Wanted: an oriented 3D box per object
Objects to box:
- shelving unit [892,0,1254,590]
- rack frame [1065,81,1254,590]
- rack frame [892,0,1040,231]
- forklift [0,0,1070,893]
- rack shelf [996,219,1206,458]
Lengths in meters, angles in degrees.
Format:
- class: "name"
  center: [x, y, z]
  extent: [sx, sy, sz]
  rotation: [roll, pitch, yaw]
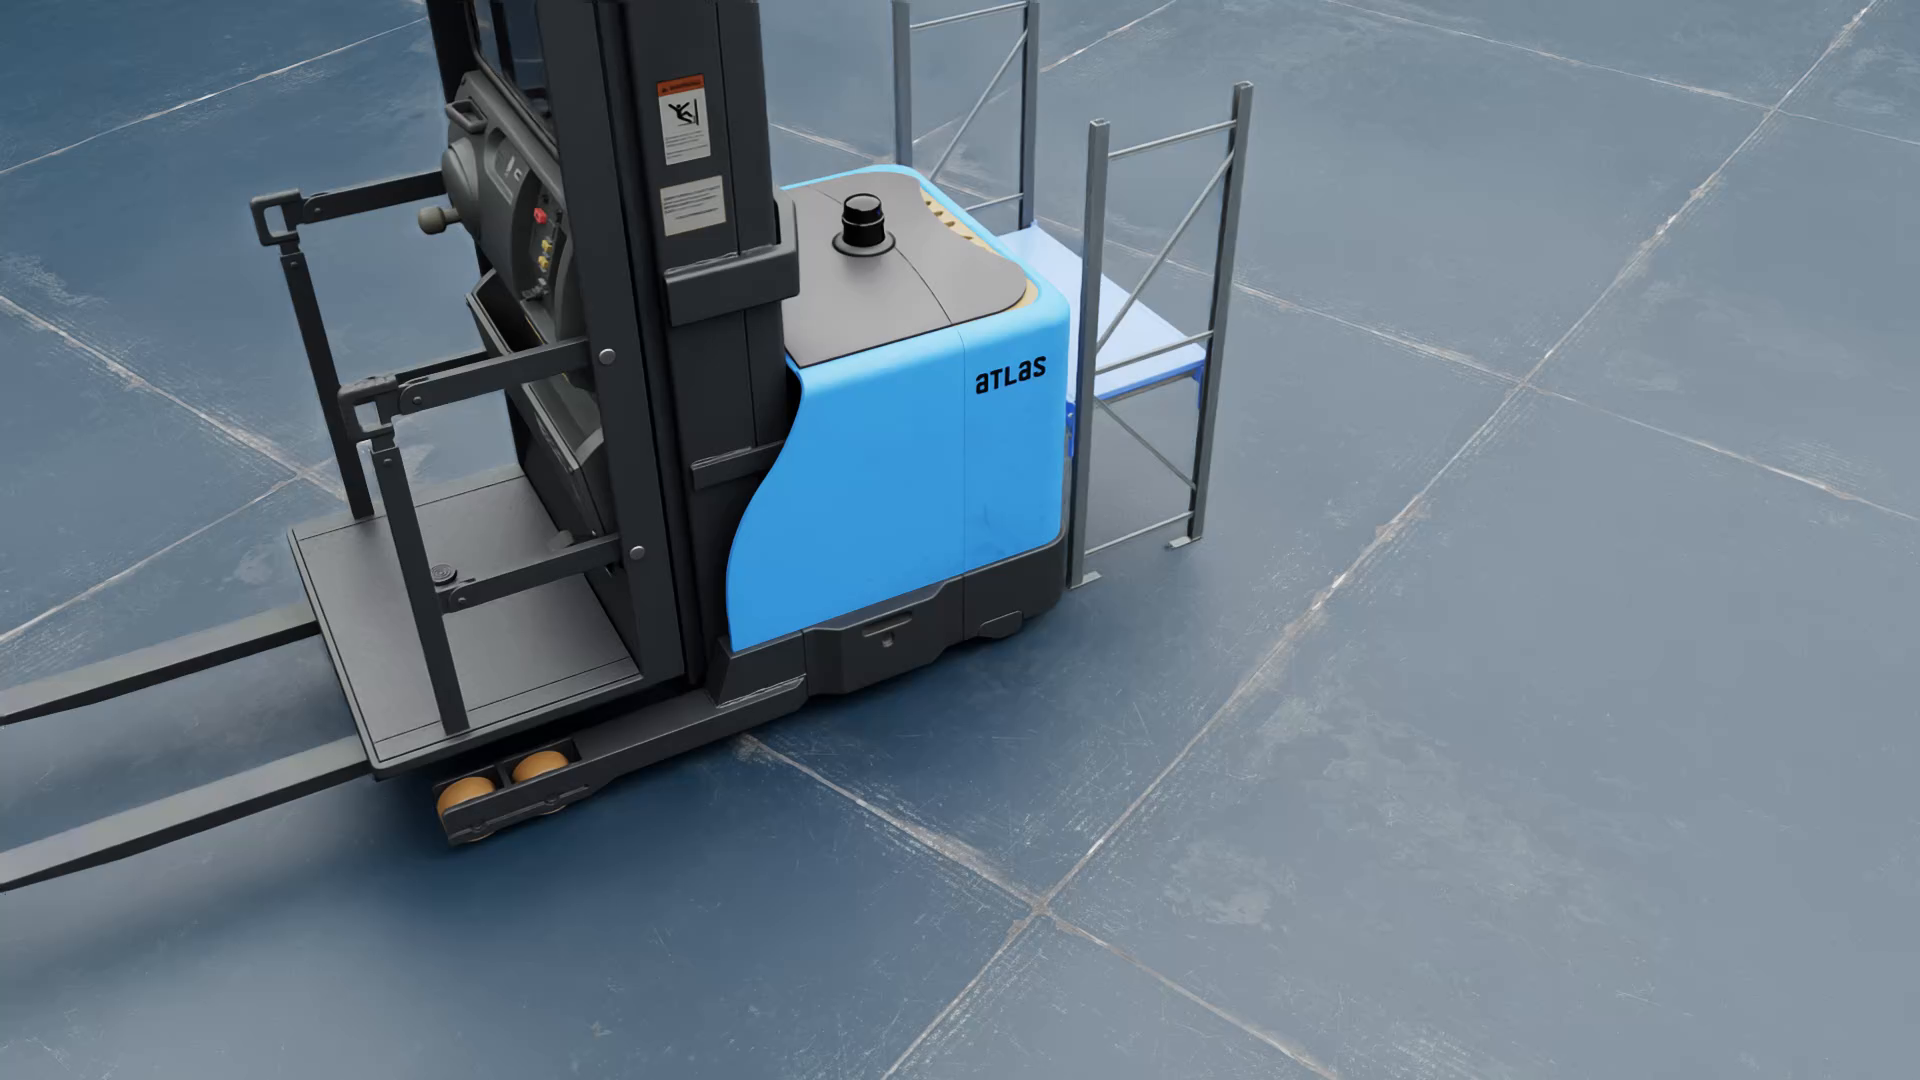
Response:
- class: "shelving unit"
  center: [0.284, -0.793, 5.047]
  extent: [0.538, 1.500, 1.048]
  rotation: [-20, 42, -24]
- class: "rack frame"
  center: [0.544, -0.524, 4.703]
  extent: [0.500, 1.500, 0.032]
  rotation: [-20, 42, -24]
- class: "rack frame"
  center: [0.023, -1.062, 5.390]
  extent: [0.500, 1.500, 0.032]
  rotation: [-20, 42, -24]
- class: "forklift"
  center: [-1.239, -0.756, 3.838]
  extent: [3.031, 2.935, 1.130]
  rotation: [-19, 42, -22]
- class: "rack shelf"
  center: [0.284, -0.652, 5.158]
  extent: [0.538, 0.185, 1.000]
  rotation: [-20, 42, -24]
